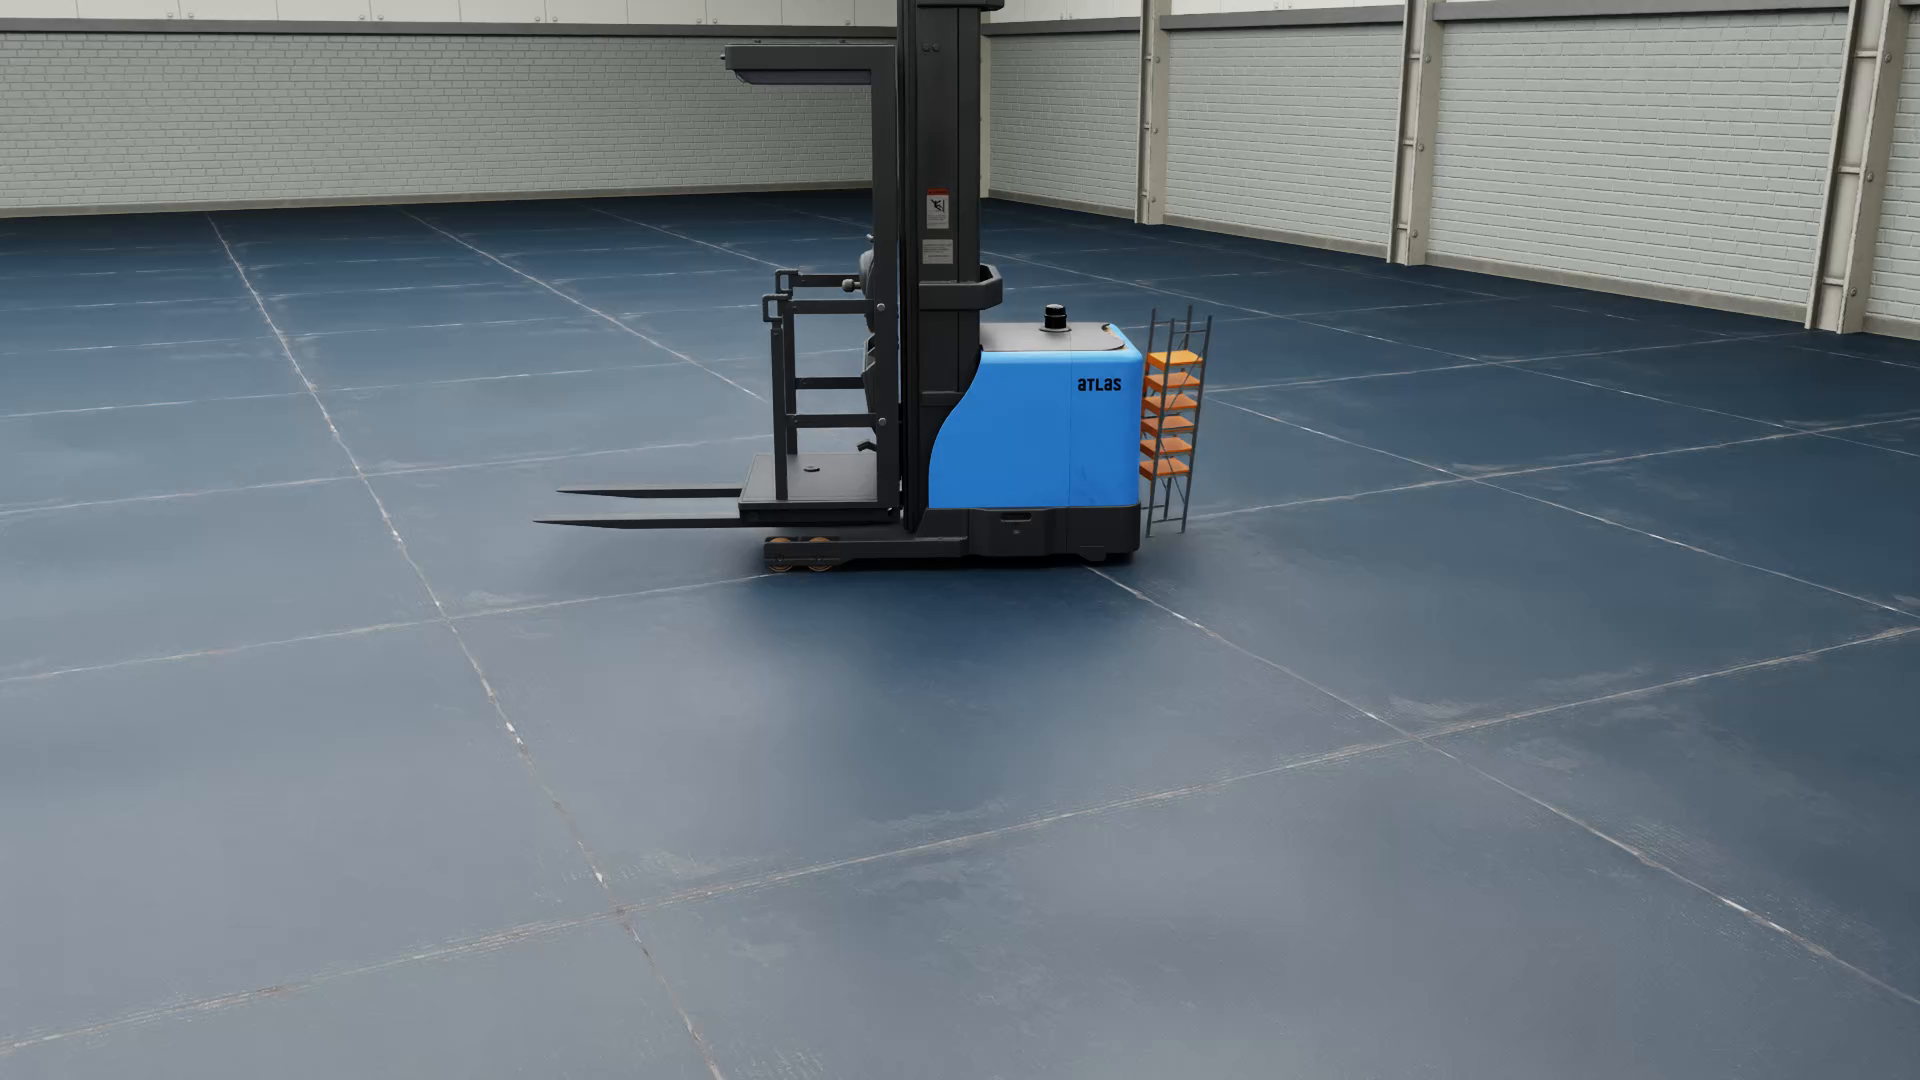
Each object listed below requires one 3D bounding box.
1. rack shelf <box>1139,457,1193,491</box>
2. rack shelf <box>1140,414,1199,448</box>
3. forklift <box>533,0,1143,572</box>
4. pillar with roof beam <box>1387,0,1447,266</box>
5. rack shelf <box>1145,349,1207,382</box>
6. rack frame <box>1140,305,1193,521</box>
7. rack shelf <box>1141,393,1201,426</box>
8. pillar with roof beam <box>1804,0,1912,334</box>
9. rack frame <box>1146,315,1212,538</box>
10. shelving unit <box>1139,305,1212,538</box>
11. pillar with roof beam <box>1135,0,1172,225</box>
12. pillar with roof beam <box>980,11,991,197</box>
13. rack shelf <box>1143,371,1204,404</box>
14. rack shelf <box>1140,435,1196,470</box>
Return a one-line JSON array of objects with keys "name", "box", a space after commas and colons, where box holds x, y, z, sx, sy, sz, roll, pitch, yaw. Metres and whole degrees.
[{"name": "rack shelf", "box": [1.072, -0.350, 8.787, 0.258, 0.103, 0.180, -7, 26, -24]}, {"name": "rack shelf", "box": [1.087, -0.570, 8.691, 0.258, 0.103, 0.180, -7, 26, -24]}, {"name": "forklift", "box": [-0.630, -1.401, 8.319, 3.031, 2.935, 1.130, -1, 16, -3]}, {"name": "pillar with roof beam", "box": [1.723, -7.273, 17.780, 9.100, 9.000, 0.400, -8, 18, -25]}, {"name": "rack shelf", "box": [1.109, -0.899, 8.547, 0.258, 0.103, 0.180, -7, 26, -24]}, {"name": "rack frame", "box": [1.051, -0.646, 8.748, 0.240, 1.200, 0.006, -7, 26, -24]}, {"name": "rack shelf", "box": [1.094, -0.679, 8.643, 0.258, 0.103, 0.180, -7, 26, -24]}, {"name": "pillar with roof beam", "box": [4.352, -5.785, 12.595, 9.100, 9.000, 0.400, -8, 18, -25]}, {"name": "rack frame", "box": [1.128, -0.575, 8.598, 0.240, 1.200, 0.006, -7, 26, -24]}, {"name": "shelving unit", "box": [1.089, -0.610, 8.673, 0.258, 1.200, 0.189, -7, 26, -24]}, {"name": "pillar with roof beam", "box": [-0.905, -8.760, 22.964, 9.100, 9.000, 0.400, -8, 18, -25]}, {"name": "pillar with roof beam", "box": [-3.534, -10.248, 28.148, 9.100, 9.000, 0.400, -8, 18, -25]}, {"name": "rack shelf", "box": [1.101, -0.789, 8.595, 0.258, 0.103, 0.180, -7, 26, -24]}, {"name": "rack shelf", "box": [1.079, -0.460, 8.739, 0.258, 0.103, 0.180, -7, 26, -24]}]
